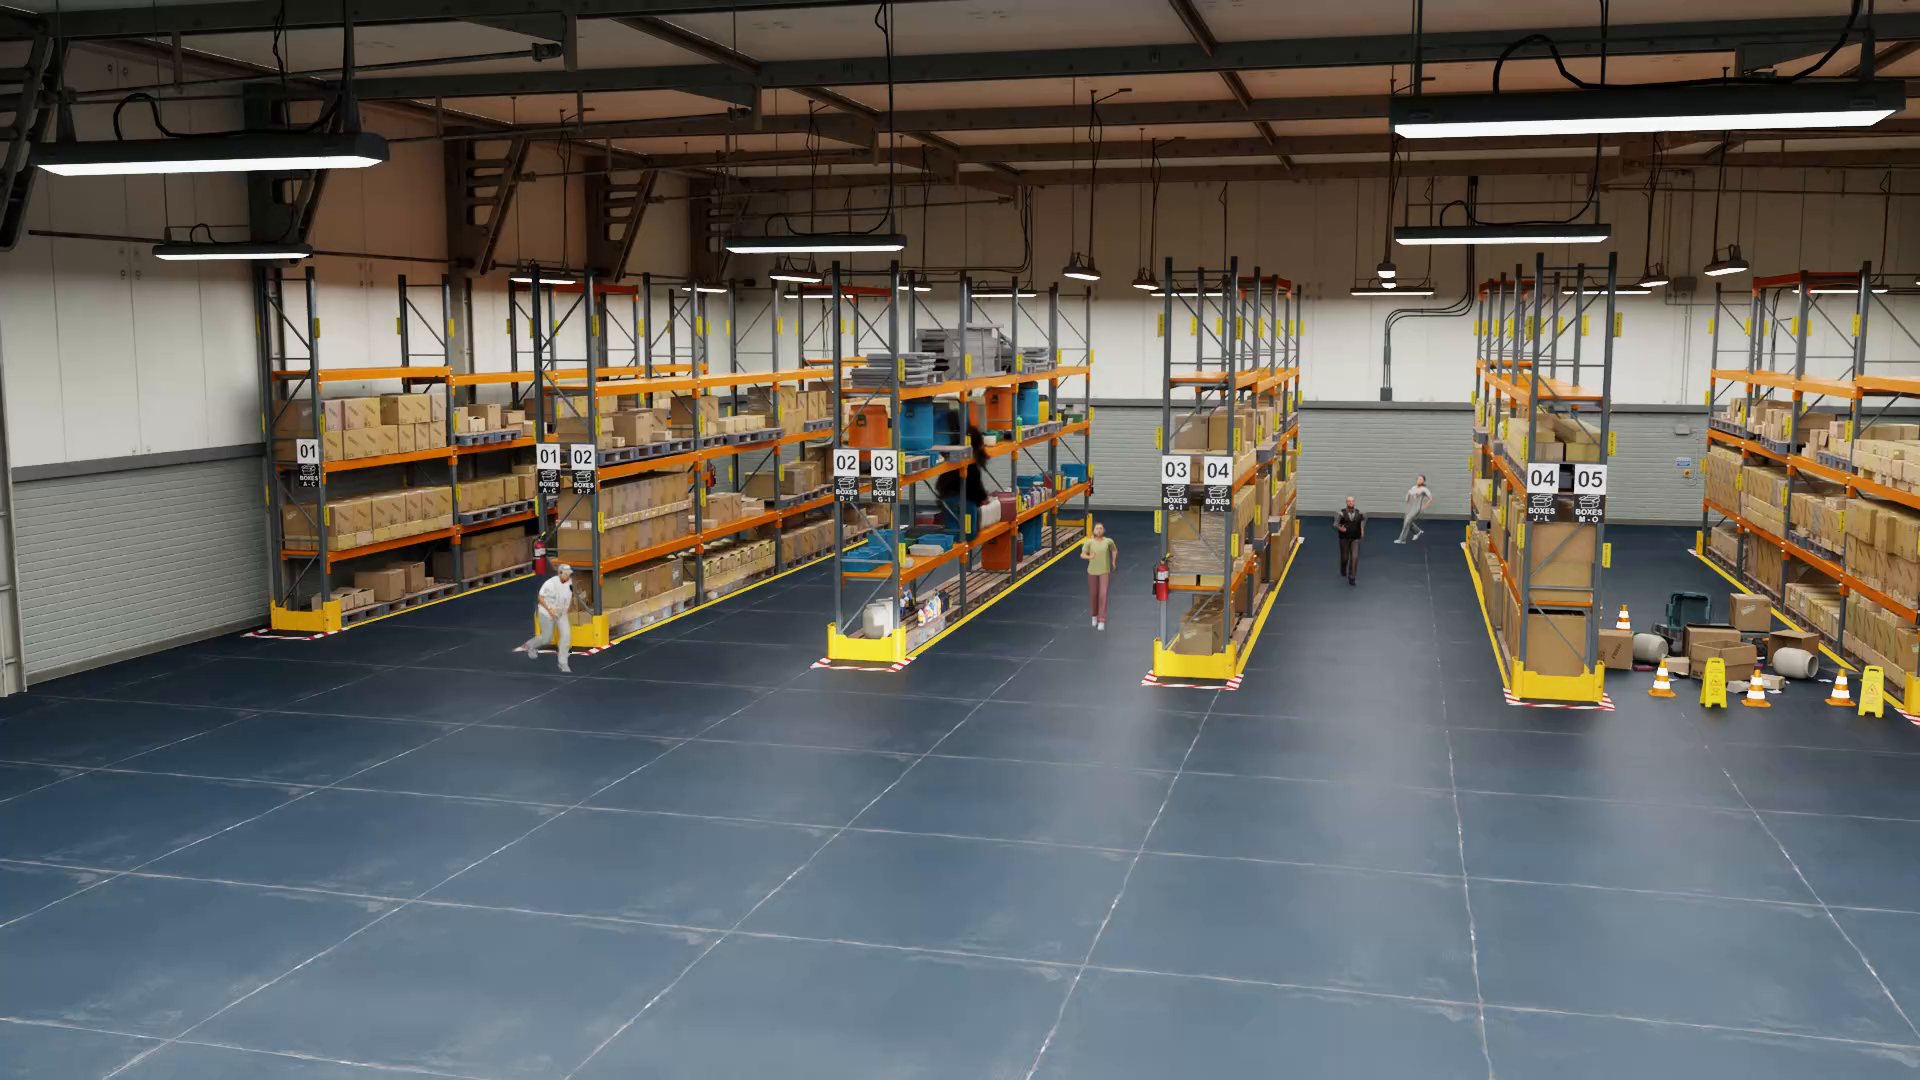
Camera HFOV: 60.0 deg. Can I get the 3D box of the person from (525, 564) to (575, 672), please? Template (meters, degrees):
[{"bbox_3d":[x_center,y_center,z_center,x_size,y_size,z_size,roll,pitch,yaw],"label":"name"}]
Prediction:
[{"bbox_3d":[-6.038,1.131,24.575,0.992,1.632,0.623,4,8,31],"label":"person"}]

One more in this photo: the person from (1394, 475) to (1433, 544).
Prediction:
[{"bbox_3d":[10.553,-0.706,38.609,0.842,1.614,0.634,-4,8,-28],"label":"person"}]

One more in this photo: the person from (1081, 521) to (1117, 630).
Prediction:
[{"bbox_3d":[2.185,0.557,26.196,0.574,1.704,0.905,1,7,6],"label":"person"}]

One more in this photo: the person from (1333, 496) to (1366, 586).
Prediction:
[{"bbox_3d":[7.672,0.000,32.728,0.661,1.719,0.935,1,7,6],"label":"person"}]
